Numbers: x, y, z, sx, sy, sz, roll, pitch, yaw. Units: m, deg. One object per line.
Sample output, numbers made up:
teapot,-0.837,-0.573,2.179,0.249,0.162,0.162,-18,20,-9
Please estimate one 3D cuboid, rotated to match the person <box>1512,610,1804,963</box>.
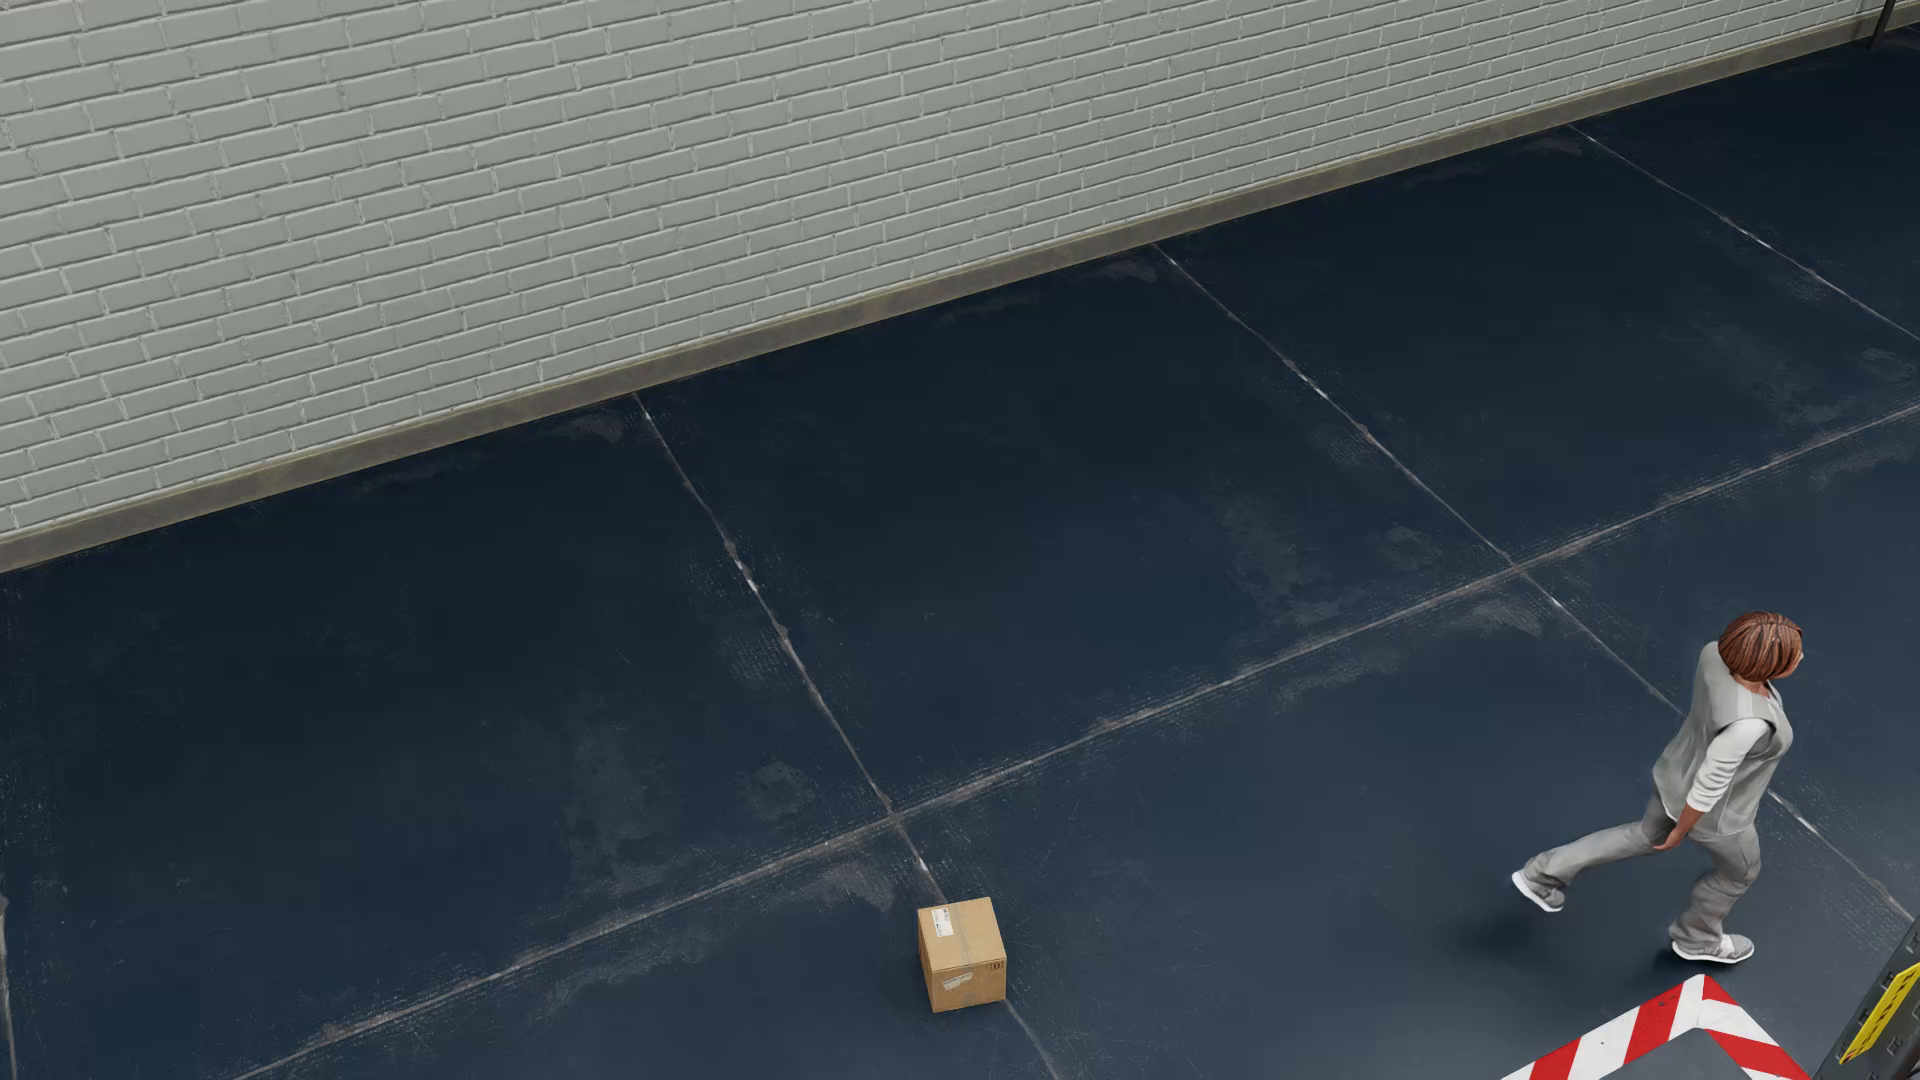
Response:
person,2.308,0.790,5.275,0.841,1.553,0.397,1,42,1
